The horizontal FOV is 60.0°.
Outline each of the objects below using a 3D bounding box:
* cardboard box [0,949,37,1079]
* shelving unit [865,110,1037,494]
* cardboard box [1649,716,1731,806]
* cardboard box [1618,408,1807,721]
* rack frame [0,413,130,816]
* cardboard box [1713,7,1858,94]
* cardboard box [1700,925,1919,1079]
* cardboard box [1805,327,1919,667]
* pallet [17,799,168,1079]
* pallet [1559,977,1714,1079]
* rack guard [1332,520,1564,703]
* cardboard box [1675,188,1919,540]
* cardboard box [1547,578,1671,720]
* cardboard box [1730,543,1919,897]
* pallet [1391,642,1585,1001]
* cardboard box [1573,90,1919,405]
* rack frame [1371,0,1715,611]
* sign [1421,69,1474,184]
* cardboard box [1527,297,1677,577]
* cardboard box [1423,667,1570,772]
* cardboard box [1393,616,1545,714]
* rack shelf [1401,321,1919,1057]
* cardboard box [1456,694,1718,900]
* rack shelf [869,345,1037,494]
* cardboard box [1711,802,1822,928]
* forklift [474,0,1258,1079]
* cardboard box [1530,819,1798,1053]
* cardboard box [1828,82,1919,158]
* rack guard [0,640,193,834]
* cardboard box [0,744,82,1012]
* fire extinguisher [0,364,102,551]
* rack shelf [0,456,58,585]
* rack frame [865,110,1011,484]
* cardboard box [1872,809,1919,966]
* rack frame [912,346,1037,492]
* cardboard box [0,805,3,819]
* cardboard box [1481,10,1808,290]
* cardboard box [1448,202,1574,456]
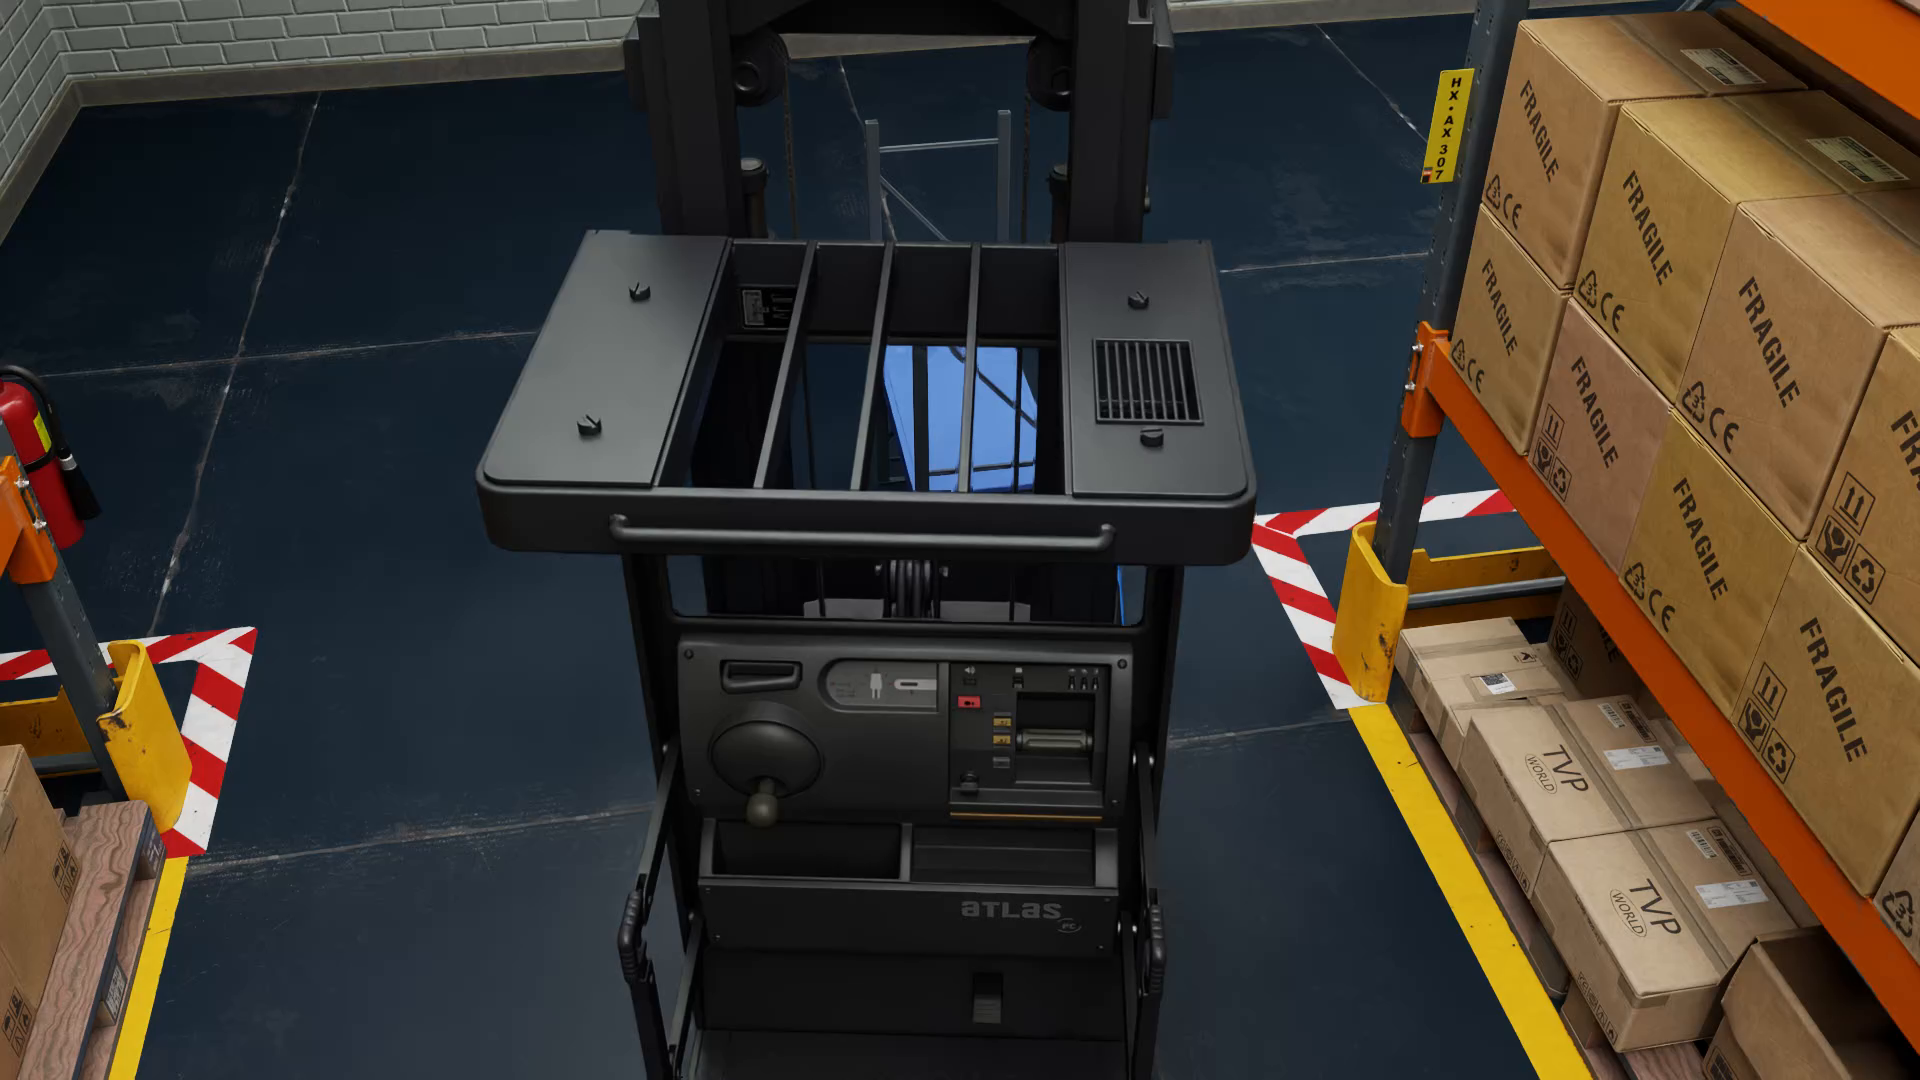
[{"bbox_3d":[-2.696,1.223,3.926,0.700,0.500,0.500,-6,38,-8],"label":"cardboard box"},{"bbox_3d":[0.015,-0.541,5.724,0.538,1.500,1.048,-6,38,-8],"label":"shelving unit"},{"bbox_3d":[2.192,0.654,4.914,0.380,0.166,0.250,-6,38,-8],"label":"cardboard box"},{"bbox_3d":[1.870,0.024,3.692,0.500,0.500,0.500,-6,38,-8],"label":"cardboard box"},{"bbox_3d":[-3.005,-0.312,4.207,1.000,3.000,0.127,-6,38,-8],"label":"rack frame"},{"bbox_3d":[2.220,-1.042,4.250,0.500,0.500,0.500,-7,38,-8],"label":"cardboard box"},{"bbox_3d":[2.238,1.247,3.877,0.797,0.503,0.637,-6,38,-8],"label":"cardboard box"},{"bbox_3d":[1.962,-0.061,2.987,0.500,0.500,0.500,-7,38,-8],"label":"cardboard box"},{"bbox_3d":[-2.788,1.264,4.452,1.003,0.211,1.213,-6,38,-8],"label":"pallet"},{"bbox_3d":[2.236,1.517,4.126,1.003,0.211,1.213,-6,38,-8],"label":"pallet"},{"bbox_3d":[1.885,0.186,5.603,1.175,0.500,0.348,-6,38,-8],"label":"rack guard"},{"bbox_3d":[1.872,-0.368,3.382,0.500,0.500,0.500,-6,38,-7],"label":"cardboard box"},{"bbox_3d":[2.209,0.268,5.139,0.500,0.500,0.500,-6,38,-8],"label":"cardboard box"},{"bbox_3d":[1.956,0.326,3.304,0.500,0.500,0.500,-6,38,-7],"label":"cardboard box"},{"bbox_3d":[2.025,0.781,5.072,1.003,0.211,1.213,-6,38,-8],"label":"pallet"},{"bbox_3d":[1.789,-0.670,3.771,0.500,0.500,0.500,-6,38,-7],"label":"cardboard box"},{"bbox_3d":[1.871,-0.847,4.896,1.000,3.000,0.127,-6,38,-8],"label":"rack frame"},{"bbox_3d":[1.337,-1.131,4.555,0.100,0.325,0.005,-6,38,-8],"label":"sign"},{"bbox_3d":[1.785,-0.279,4.083,0.500,0.500,0.500,-7,38,-8],"label":"cardboard box"},{"bbox_3d":[1.650,0.539,5.062,0.380,0.166,0.250,-6,38,-8],"label":"cardboard box"},{"bbox_3d":[1.606,0.395,5.262,0.380,0.149,0.250,-6,38,-8],"label":"cardboard box"},{"bbox_3d":[2.222,0.645,3.561,1.077,0.370,4.000,-6,38,-8],"label":"rack shelf"},{"bbox_3d":[1.775,0.726,4.753,0.500,0.250,0.500,-6,38,-8],"label":"cardboard box"},{"bbox_3d":[0.015,-0.399,5.834,0.538,0.185,1.000,-6,38,-8],"label":"rack shelf"},{"bbox_3d":[2.346,0.944,4.473,0.500,0.250,0.500,-6,38,-8],"label":"cardboard box"},{"bbox_3d":[-0.119,0.470,3.256,1.130,2.935,3.031,1,38,2],"label":"forklift"},{"bbox_3d":[1.863,1.028,4.365,0.500,0.250,0.500,-6,38,-8],"label":"cardboard box"},{"bbox_3d":[2.310,-0.737,3.858,0.500,0.500,0.500,-5,38,-7],"label":"cardboard box"},{"bbox_3d":[-3.009,0.660,4.992,1.175,0.500,0.348,-6,38,-8],"label":"rack guard"},{"bbox_3d":[-2.784,0.921,4.315,0.700,0.500,0.500,-6,38,-8],"label":"cardboard box"},{"bbox_3d":[-2.577,-0.275,4.526,0.296,0.674,0.183,-6,38,-8],"label":"fire extinguisher"},{"bbox_3d":[-2.654,1.180,2.873,1.077,0.370,4.000,-6,38,-8],"label":"rack shelf"},{"bbox_3d":[-0.074,-0.848,6.119,0.500,1.500,0.032,-6,38,-8],"label":"rack frame"},{"bbox_3d":[2.048,0.634,2.908,0.500,0.500,0.500,-5,38,-7],"label":"cardboard box"},{"bbox_3d":[0.104,-0.234,5.328,0.500,1.500,0.032,-6,38,-8],"label":"rack frame"},{"bbox_3d":[-2.582,0.723,4.041,0.380,0.149,0.250,-7,38,-8],"label":"cardboard box"},{"bbox_3d":[1.690,-0.985,4.177,0.500,0.500,0.500,-5,38,-7],"label":"cardboard box"},{"bbox_3d":[1.690,-0.590,4.483,0.500,0.500,0.500,-5,38,-7],"label":"cardboard box"}]
